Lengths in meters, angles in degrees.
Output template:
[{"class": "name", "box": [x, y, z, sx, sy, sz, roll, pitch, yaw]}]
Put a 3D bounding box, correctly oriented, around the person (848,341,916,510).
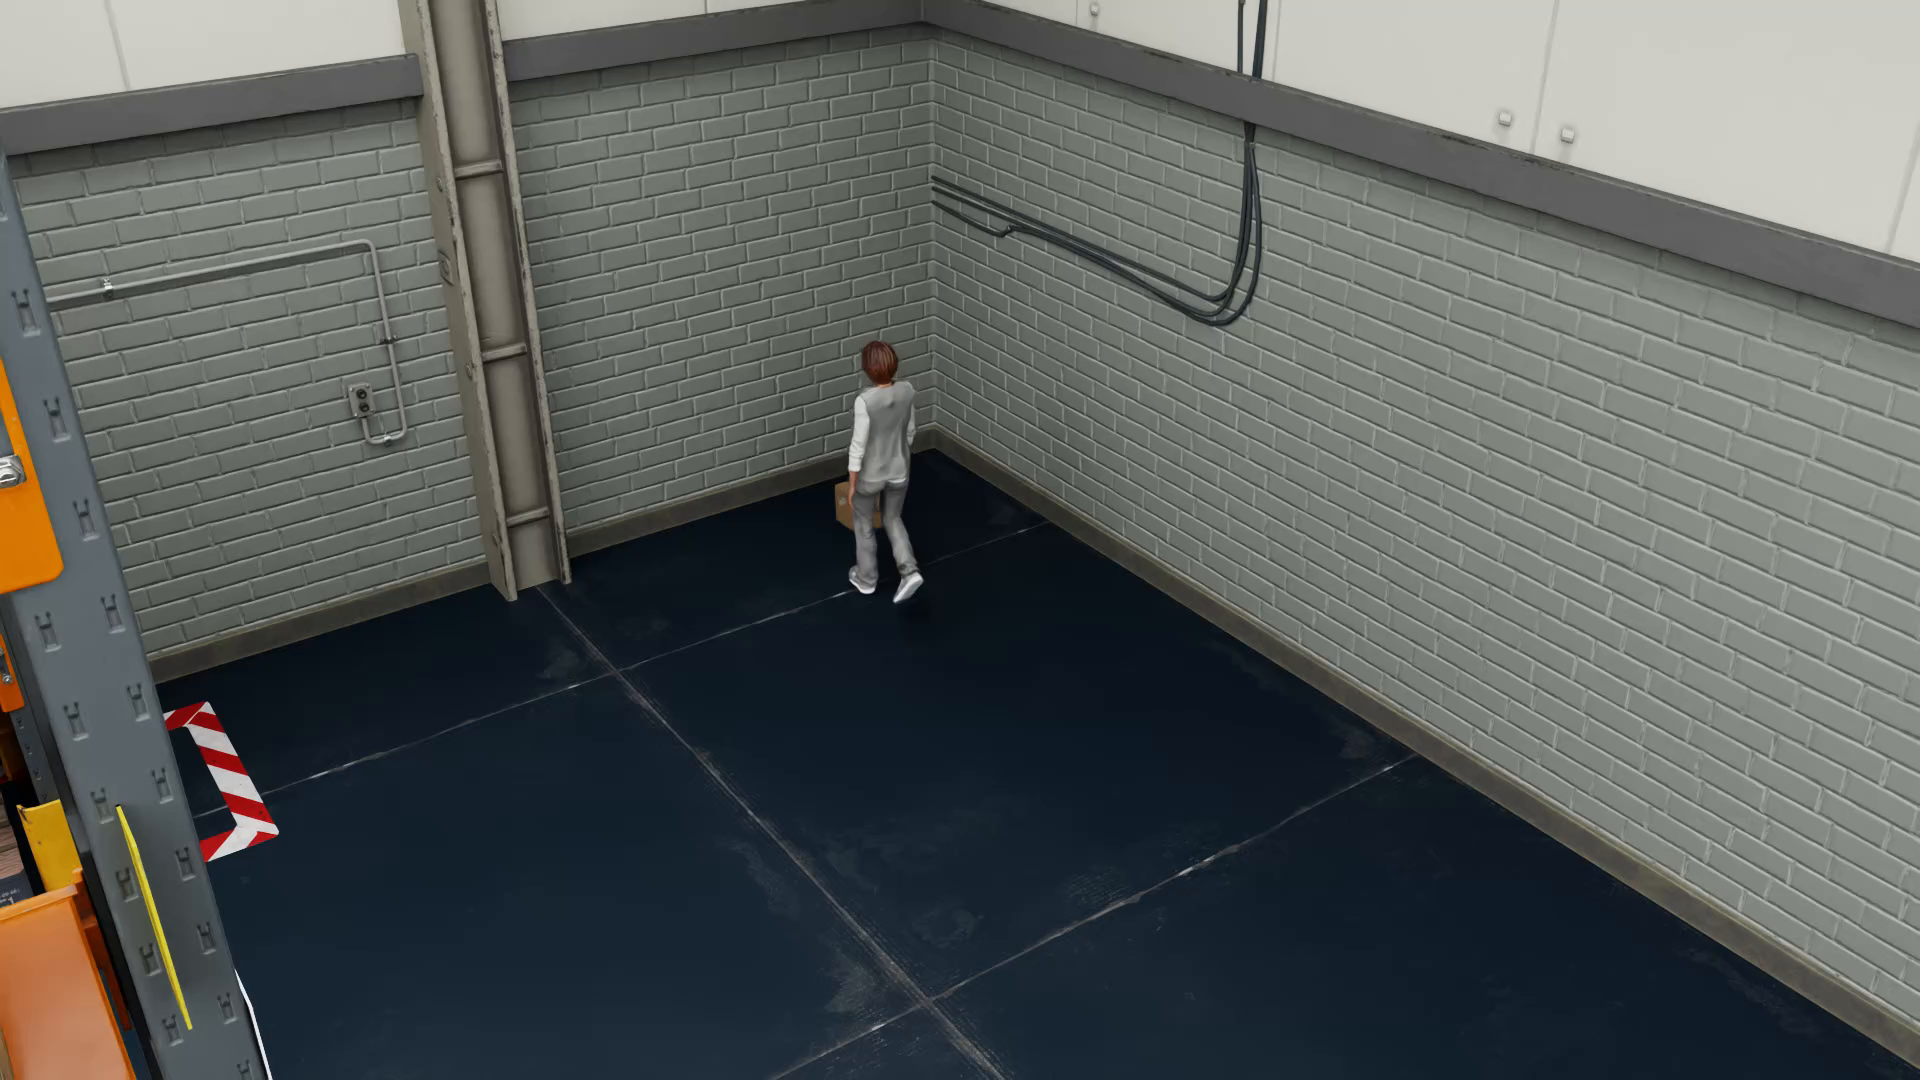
[{"class": "person", "box": [-0.451, -0.651, 9.135, 0.449, 0.934, 0.270, -14, 32, -23]}]
